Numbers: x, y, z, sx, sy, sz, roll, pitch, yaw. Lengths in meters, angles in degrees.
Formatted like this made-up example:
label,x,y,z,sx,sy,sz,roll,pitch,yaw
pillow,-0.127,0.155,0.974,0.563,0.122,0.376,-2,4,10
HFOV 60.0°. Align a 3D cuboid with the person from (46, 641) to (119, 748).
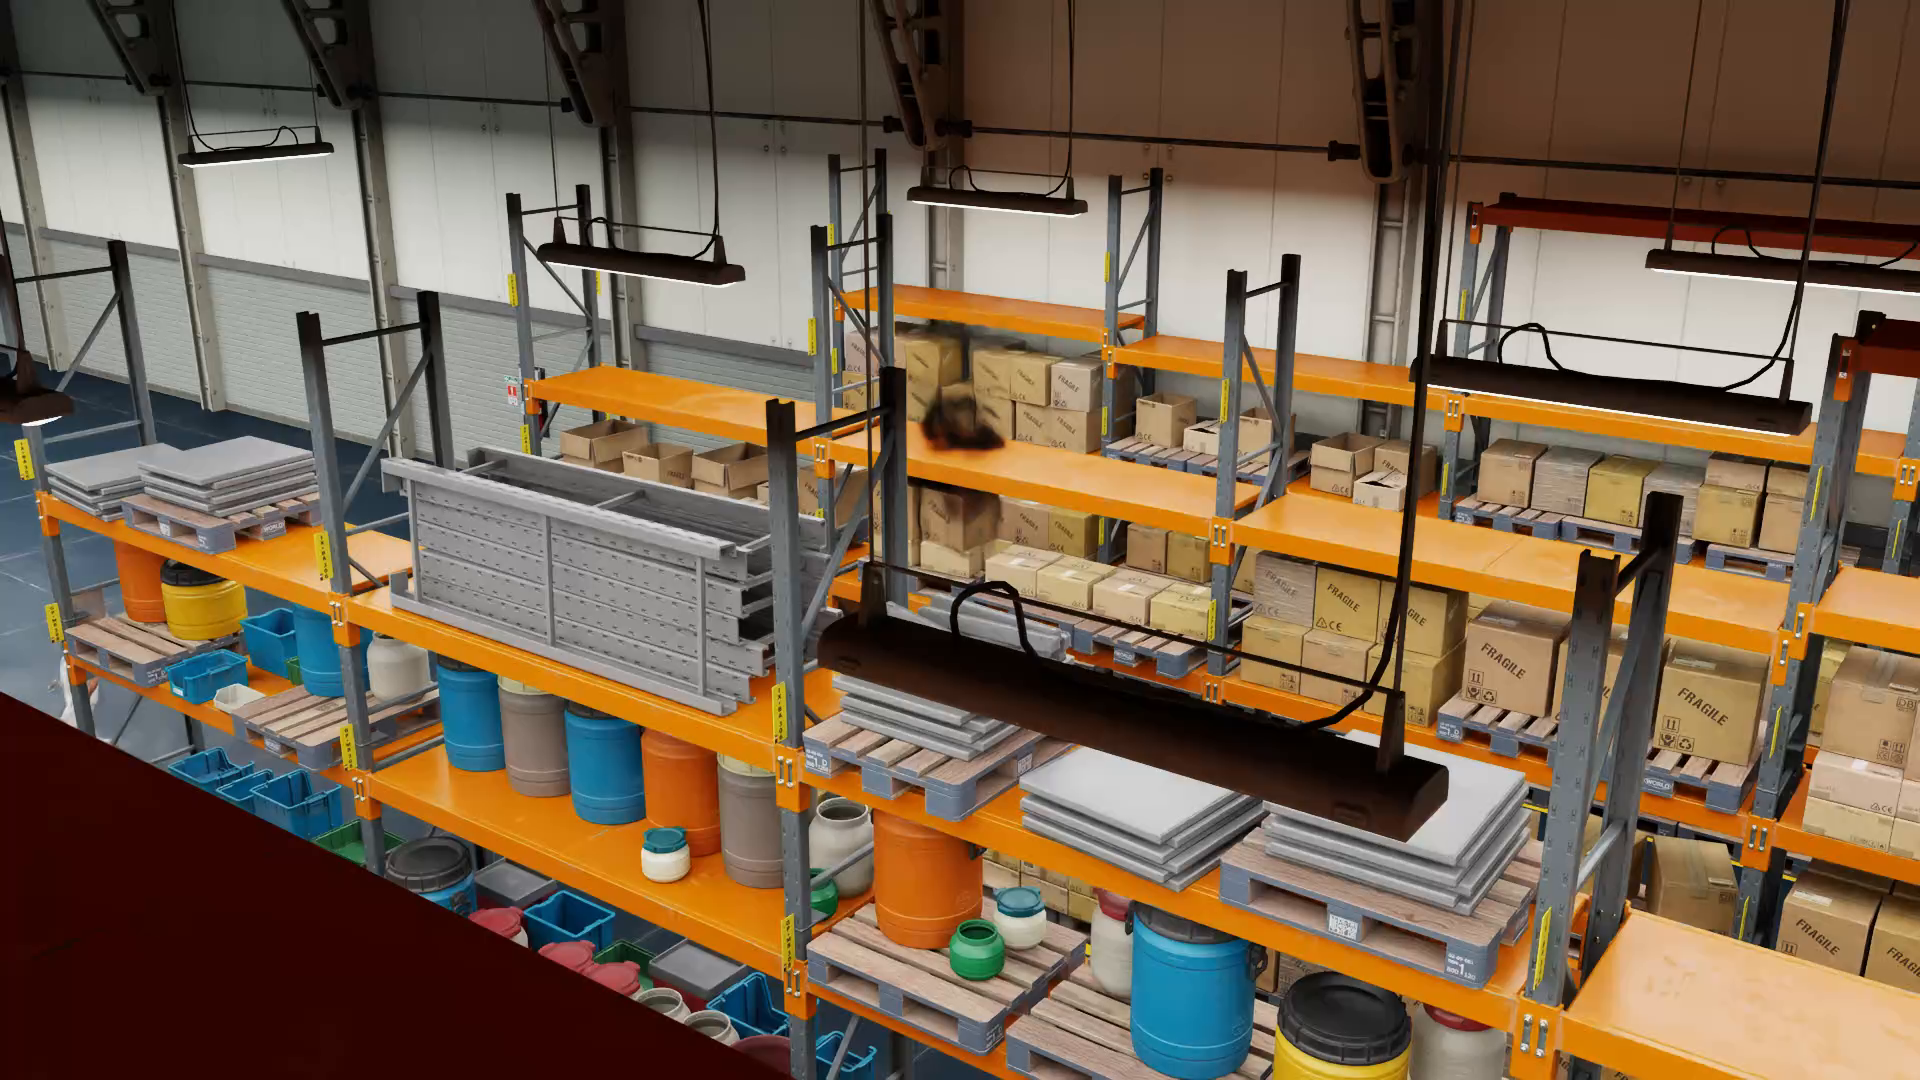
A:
label,x,y,z,sx,sy,sz,roll,pitch,yaw
person,-9.203,1.673,17.388,0.593,1.741,0.655,-8,20,-24
